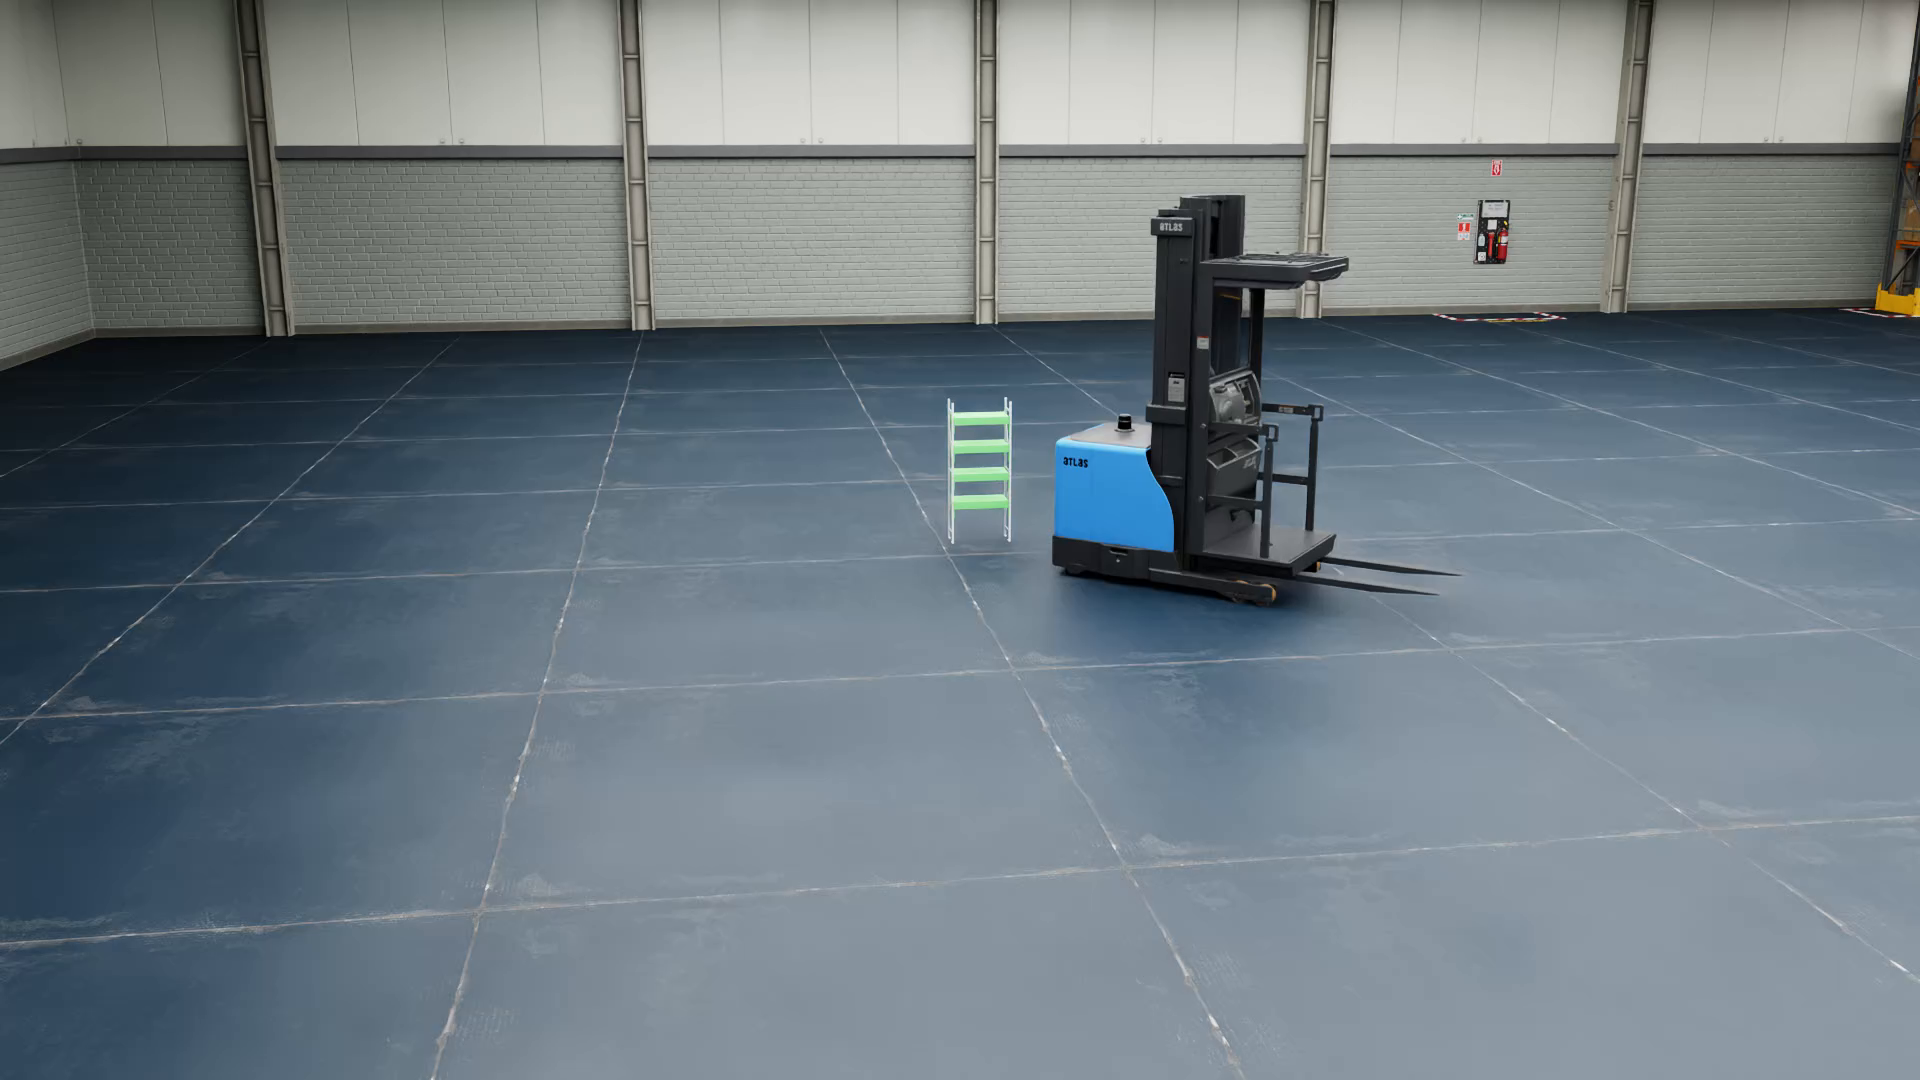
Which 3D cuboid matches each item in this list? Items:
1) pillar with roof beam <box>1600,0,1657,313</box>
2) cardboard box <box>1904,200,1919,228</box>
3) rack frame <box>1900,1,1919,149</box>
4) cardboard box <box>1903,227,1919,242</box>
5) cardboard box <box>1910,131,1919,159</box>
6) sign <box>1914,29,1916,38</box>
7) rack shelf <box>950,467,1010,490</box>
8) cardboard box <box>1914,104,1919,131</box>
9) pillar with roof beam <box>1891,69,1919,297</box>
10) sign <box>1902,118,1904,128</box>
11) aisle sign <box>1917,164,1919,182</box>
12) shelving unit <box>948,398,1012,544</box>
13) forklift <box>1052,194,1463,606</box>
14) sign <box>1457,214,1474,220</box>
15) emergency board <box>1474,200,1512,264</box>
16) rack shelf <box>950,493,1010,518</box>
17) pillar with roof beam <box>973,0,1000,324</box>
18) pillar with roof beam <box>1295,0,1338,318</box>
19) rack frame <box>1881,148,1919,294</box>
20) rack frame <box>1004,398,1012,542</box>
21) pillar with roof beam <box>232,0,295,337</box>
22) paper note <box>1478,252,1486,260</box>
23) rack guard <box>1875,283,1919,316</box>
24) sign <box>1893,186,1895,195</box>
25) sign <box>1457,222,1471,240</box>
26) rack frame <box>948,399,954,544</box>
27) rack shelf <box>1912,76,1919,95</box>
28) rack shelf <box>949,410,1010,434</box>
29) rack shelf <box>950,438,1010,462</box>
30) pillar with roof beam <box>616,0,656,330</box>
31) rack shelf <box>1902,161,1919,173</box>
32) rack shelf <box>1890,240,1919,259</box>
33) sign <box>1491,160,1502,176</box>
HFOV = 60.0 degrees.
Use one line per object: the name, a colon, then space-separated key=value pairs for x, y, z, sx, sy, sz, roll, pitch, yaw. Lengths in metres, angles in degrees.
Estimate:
pillar with roof beam: x=12.967 y=-7.637 z=26.176 sx=0.400 sy=9.000 sz=9.100 roll=-2 pitch=14 yaw=-8
cardboard box: x=18.129 y=-6.116 z=31.168 sx=0.500 sy=0.500 sz=0.500 roll=-2 pitch=14 yaw=-9
rack frame: x=17.695 y=-8.657 z=30.241 sx=0.127 sy=3.000 sz=1.000 roll=-2 pitch=14 yaw=-8
cardboard box: x=18.128 y=-5.748 z=31.240 sx=0.500 sy=0.250 sz=0.500 roll=-2 pitch=14 yaw=-7
cardboard box: x=18.070 y=-7.336 z=30.895 sx=0.500 sy=0.500 sz=0.500 roll=-1 pitch=14 yaw=-4
sign: x=17.632 y=-9.321 z=30.644 sx=0.005 sy=0.325 sz=0.100 roll=-2 pitch=14 yaw=-8
rack shelf: x=0.164 y=-0.526 z=14.115 sx=0.480 sy=0.148 sz=0.258 roll=-2 pitch=14 yaw=-8
cardboard box: x=18.082 y=-7.824 z=30.783 sx=0.500 sy=0.500 sz=0.500 roll=-1 pitch=14 yaw=-6
pillar with roof beam: x=18.900 y=-7.855 z=27.043 sx=0.400 sy=9.000 sz=9.100 roll=-2 pitch=14 yaw=-8
sign: x=17.632 y=-7.766 z=31.034 sx=0.005 sy=0.325 sz=0.100 roll=-2 pitch=14 yaw=-8
aisle sign: x=17.669 y=-6.933 z=30.357 sx=0.004 sy=0.787 sz=0.394 roll=-2 pitch=14 yaw=-8
shelving unit: x=0.164 y=-0.588 z=14.100 sx=0.503 sy=1.200 sz=0.258 roll=-2 pitch=14 yaw=-8
forklift: x=2.260 y=-1.079 z=12.497 sx=3.031 sy=2.935 sz=1.130 roll=8 pitch=16 yaw=30
sign: x=9.320 y=-5.960 z=30.657 sx=0.331 sy=0.109 sz=0.001 roll=-2 pitch=14 yaw=-8
emergency board: x=9.876 y=-5.683 z=30.714 sx=0.643 sy=1.169 sz=0.194 roll=-2 pitch=14 yaw=-8
rack shelf: x=0.164 y=-0.293 z=14.174 sx=0.480 sy=0.148 sz=0.258 roll=-2 pitch=14 yaw=-8
pillar with roof beam: x=1.101 y=-7.202 z=24.442 sx=0.400 sy=9.000 sz=9.100 roll=-2 pitch=14 yaw=-8
pillar with roof beam: x=7.034 y=-7.420 z=25.309 sx=0.400 sy=9.000 sz=9.100 roll=-2 pitch=14 yaw=-8
rack frame: x=17.695 y=-5.747 z=30.971 sx=0.127 sy=3.000 sz=1.000 roll=-2 pitch=14 yaw=-8
rack frame: x=0.405 y=-0.597 z=14.135 sx=0.015 sy=1.200 sz=0.240 roll=-2 pitch=14 yaw=-8
pillar with roof beam: x=-10.766 y=-6.768 z=22.708 sx=0.400 sy=9.000 sz=9.100 roll=-2 pitch=14 yaw=-8
paper note: x=9.691 y=-5.266 z=30.862 sx=0.142 sy=0.148 sz=0.016 roll=-2 pitch=14 yaw=-8
rack guard: x=17.770 y=-4.537 z=31.286 sx=0.348 sy=0.500 sz=1.175 roll=-2 pitch=14 yaw=-8
sign: x=17.632 y=-6.596 z=31.327 sx=0.005 sy=0.325 sz=0.100 roll=-2 pitch=14 yaw=-8
sign: x=9.314 y=-5.705 z=30.729 sx=0.234 sy=0.329 sz=0.001 roll=-2 pitch=14 yaw=-8
rack frame: x=-0.078 y=-0.579 z=14.065 sx=0.015 sy=1.200 sz=0.240 roll=-2 pitch=14 yaw=-8
rack shelf: x=19.673 y=-8.379 z=30.618 sx=4.000 sy=0.370 sz=1.077 roll=-2 pitch=14 yaw=-8
rack shelf: x=0.164 y=-0.992 z=13.999 sx=0.480 sy=0.148 sz=0.258 roll=-2 pitch=14 yaw=-8
rack shelf: x=0.164 y=-0.759 z=14.057 sx=0.480 sy=0.148 sz=0.258 roll=-2 pitch=14 yaw=-8
pillar with roof beam: x=-4.833 y=-6.985 z=23.575 sx=0.400 sy=9.000 sz=9.100 roll=-2 pitch=14 yaw=-8
rack shelf: x=19.673 y=-6.925 z=30.983 sx=4.000 sy=0.370 sz=1.077 roll=-2 pitch=14 yaw=-8
rack shelf: x=19.673 y=-5.471 z=31.348 sx=4.000 sy=0.370 sz=1.077 roll=-2 pitch=14 yaw=-8
sign: x=9.853 y=-6.831 z=30.527 sx=0.199 sy=0.298 sz=0.001 roll=-2 pitch=14 yaw=-8
